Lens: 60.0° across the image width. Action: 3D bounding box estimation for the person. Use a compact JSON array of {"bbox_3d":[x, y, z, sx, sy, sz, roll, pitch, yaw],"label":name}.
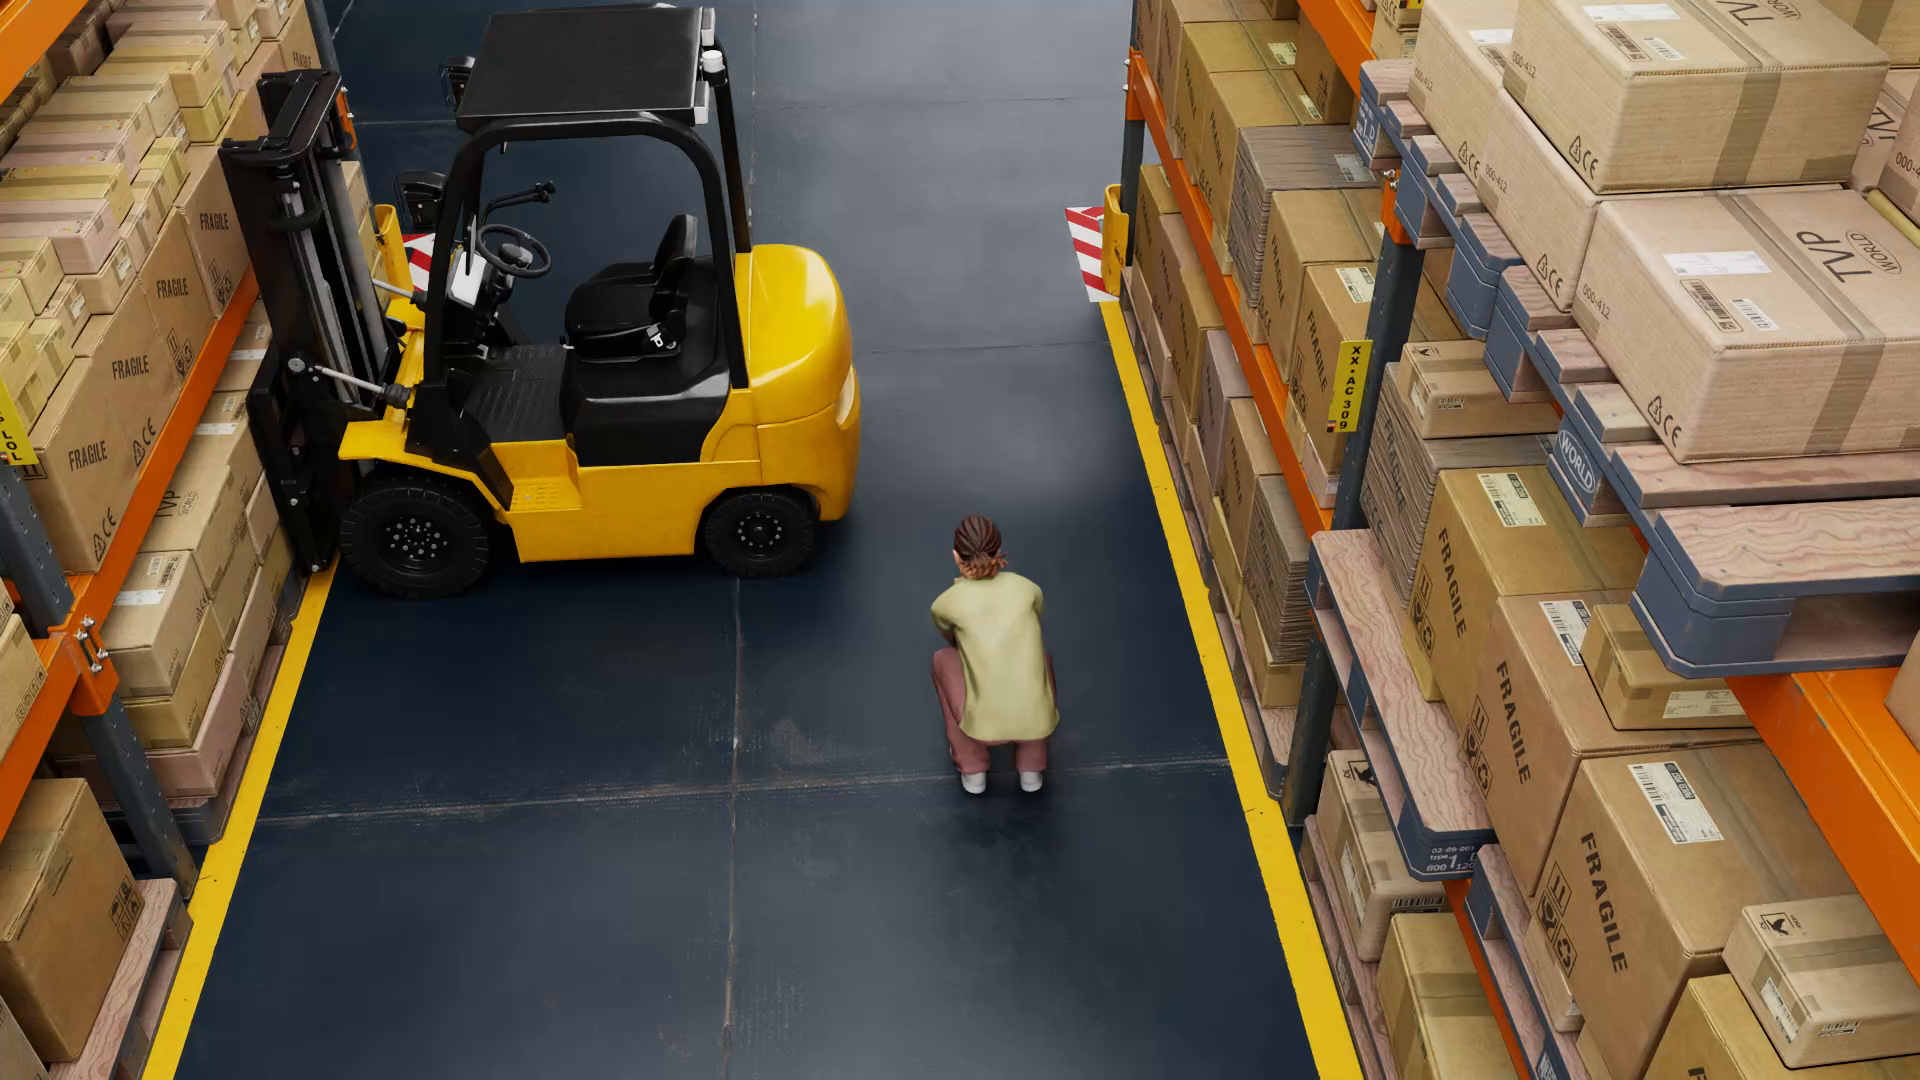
[{"bbox_3d":[0.130,0.416,6.238,0.470,0.936,0.818,-4,39,-5],"label":"person"}]
